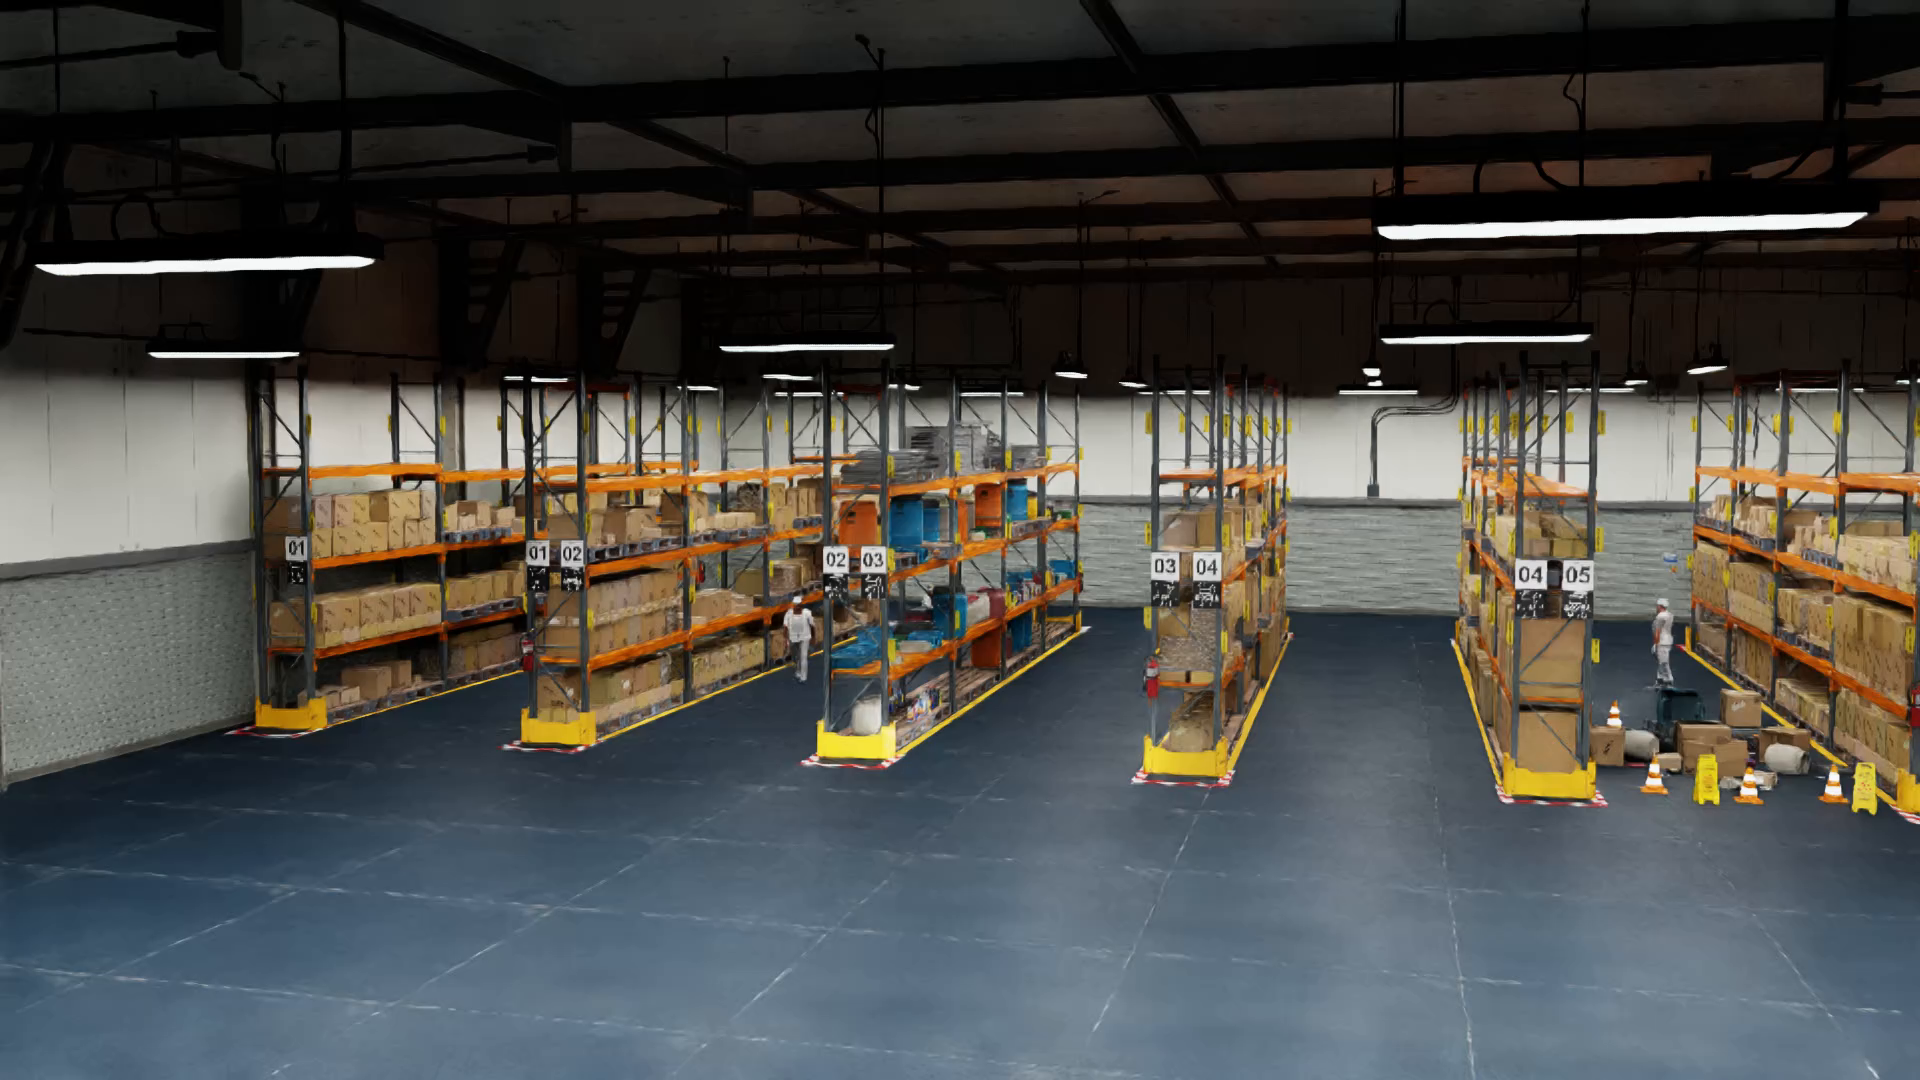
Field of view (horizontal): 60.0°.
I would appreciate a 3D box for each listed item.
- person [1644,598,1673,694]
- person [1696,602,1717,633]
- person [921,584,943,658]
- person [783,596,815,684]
[{"bbox_3d":[13.045,1.960,30.980,0.583,1.786,0.658,3,5,39],"label":"person"},{"bbox_3d":[17.455,1.468,38.858,0.632,1.711,0.587,-1,4,-20],"label":"person"},{"bbox_3d":[-0.574,1.736,35.690,0.592,1.629,0.526,1,4,13],"label":"person"},{"bbox_3d":[-3.139,1.915,32.345,0.598,1.690,1.094,0,4,5],"label":"person"}]
